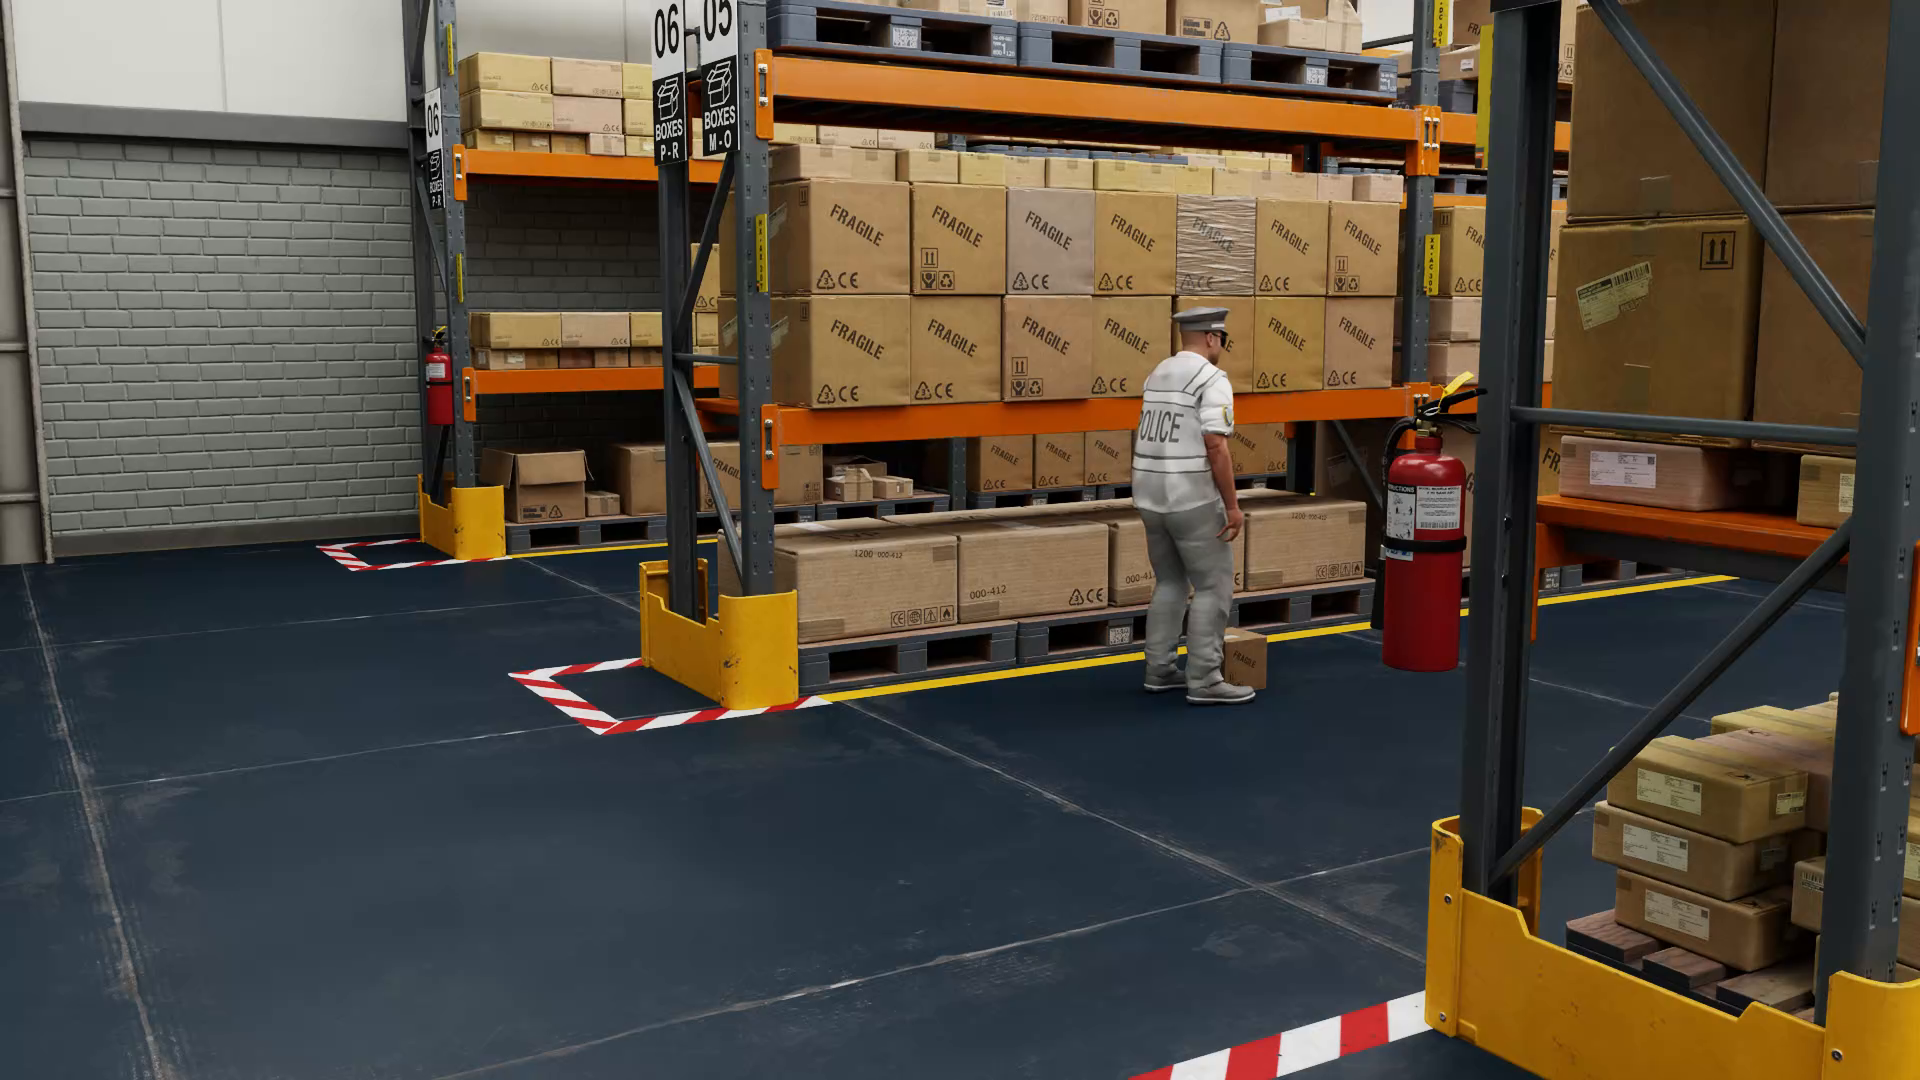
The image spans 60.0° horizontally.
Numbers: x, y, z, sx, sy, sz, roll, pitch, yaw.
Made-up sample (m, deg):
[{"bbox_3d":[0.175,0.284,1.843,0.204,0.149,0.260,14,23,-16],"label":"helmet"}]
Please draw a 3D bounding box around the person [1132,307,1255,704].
[{"bbox_3d":[1.013,-0.163,7.446,0.435,1.748,0.590,-5,9,-32],"label":"person"}]
